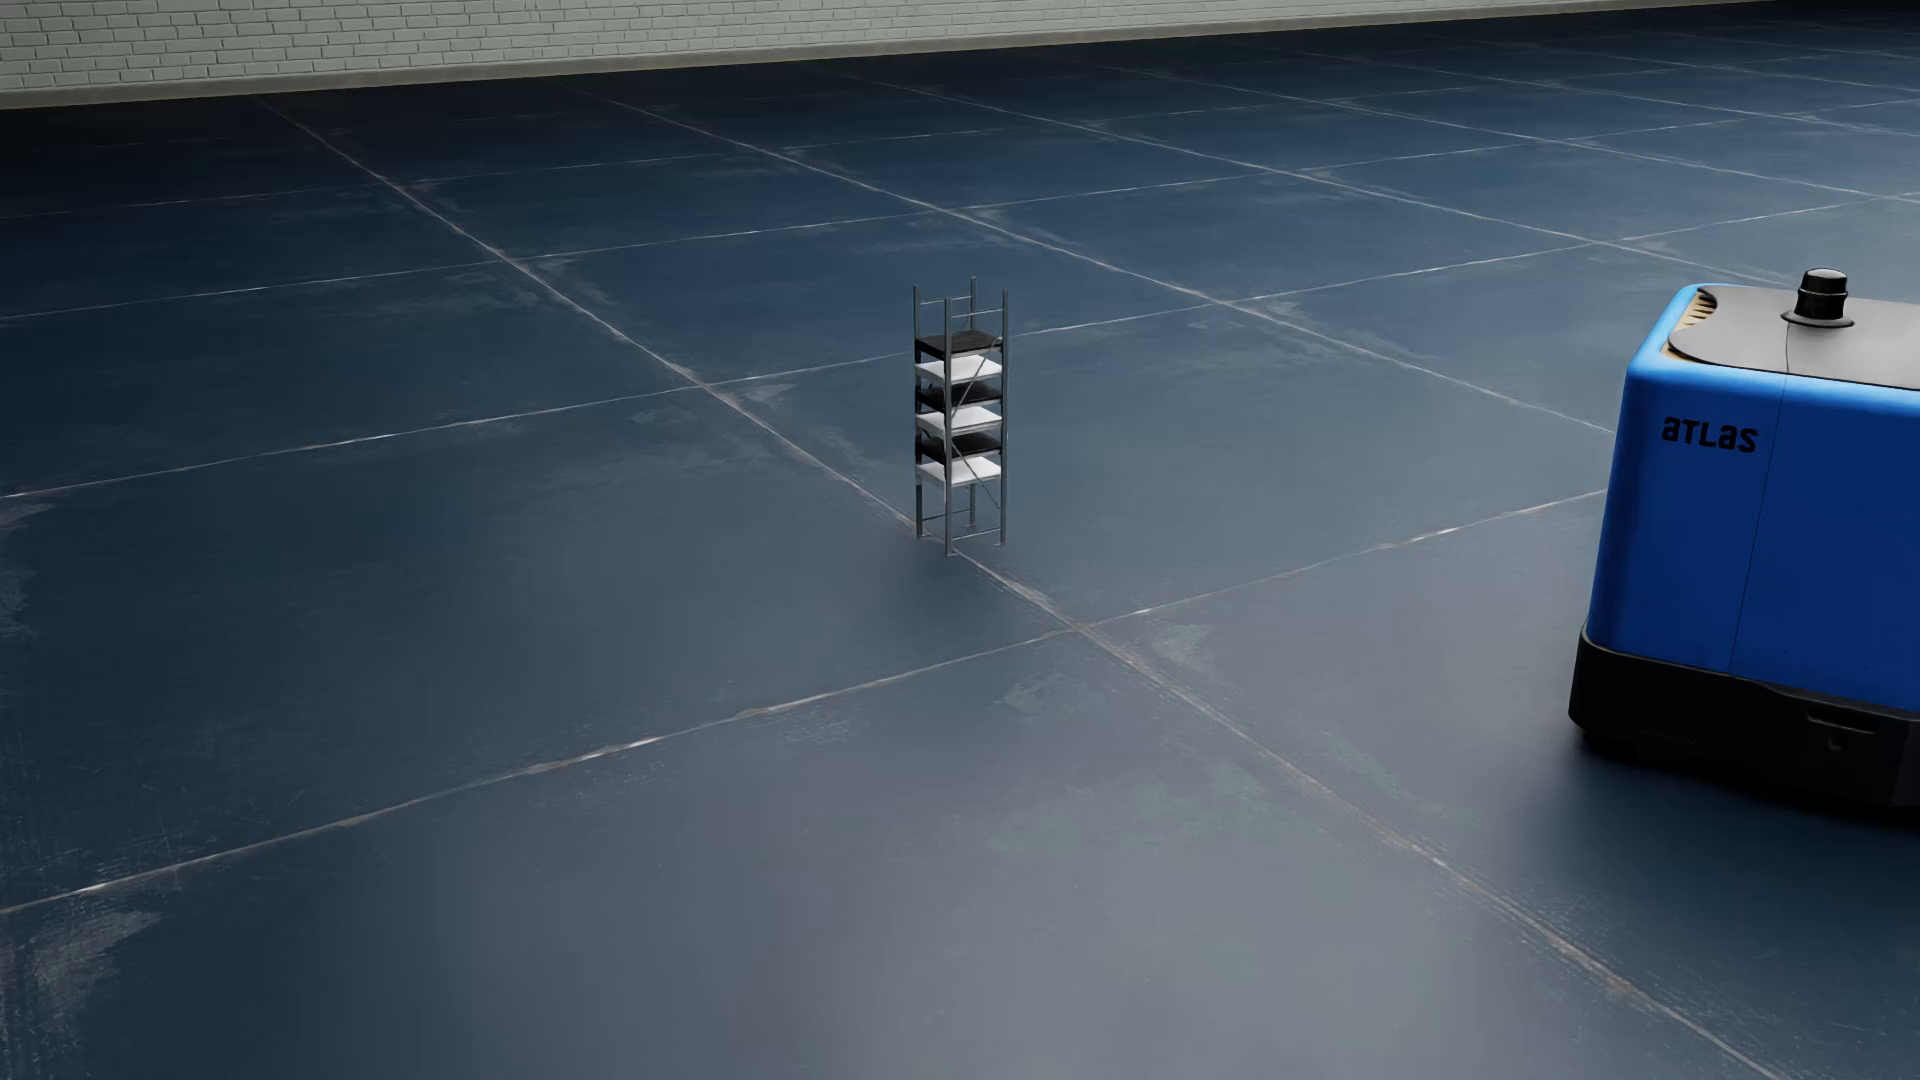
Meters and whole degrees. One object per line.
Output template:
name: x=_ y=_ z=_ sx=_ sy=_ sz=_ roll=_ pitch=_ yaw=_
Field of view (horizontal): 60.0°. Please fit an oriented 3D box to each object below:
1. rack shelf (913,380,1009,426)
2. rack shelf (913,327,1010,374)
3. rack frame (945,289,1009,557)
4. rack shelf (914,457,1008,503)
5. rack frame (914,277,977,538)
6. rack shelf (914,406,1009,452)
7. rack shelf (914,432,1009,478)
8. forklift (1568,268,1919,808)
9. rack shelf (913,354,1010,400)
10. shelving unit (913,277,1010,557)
rack shelf: x=0.004 y=-0.467 z=5.614 sx=0.258 sy=0.077 sz=0.200 roll=-13 pitch=25 yaw=-28
rack shelf: x=0.004 y=-0.633 z=5.546 sx=0.258 sy=0.077 sz=0.200 roll=-13 pitch=25 yaw=-28
rack frame: x=0.056 y=-0.381 z=5.555 sx=0.240 sy=0.900 sz=0.006 roll=-13 pitch=25 yaw=-28
rack shelf: x=0.004 y=-0.217 z=5.716 sx=0.258 sy=0.077 sz=0.200 roll=-13 pitch=25 yaw=-28
rack frame: x=-0.048 y=-0.447 z=5.717 sx=0.240 sy=0.900 sz=0.006 roll=-13 pitch=25 yaw=-28
rack shelf: x=0.004 y=-0.383 z=5.648 sx=0.258 sy=0.077 sz=0.200 roll=-13 pitch=25 yaw=-28
rack shelf: x=0.004 y=-0.300 z=5.682 sx=0.258 sy=0.077 sz=0.200 roll=-13 pitch=25 yaw=-28
forklift: x=3.170 y=-0.692 z=3.621 sx=3.031 sy=2.935 sz=1.130 roll=12 pitch=25 yaw=27
rack shelf: x=0.004 y=-0.550 z=5.580 sx=0.258 sy=0.077 sz=0.200 roll=-13 pitch=25 yaw=-28
shelving unit: x=0.004 y=-0.414 z=5.636 sx=0.258 sy=0.900 sz=0.210 roll=-13 pitch=25 yaw=-28
